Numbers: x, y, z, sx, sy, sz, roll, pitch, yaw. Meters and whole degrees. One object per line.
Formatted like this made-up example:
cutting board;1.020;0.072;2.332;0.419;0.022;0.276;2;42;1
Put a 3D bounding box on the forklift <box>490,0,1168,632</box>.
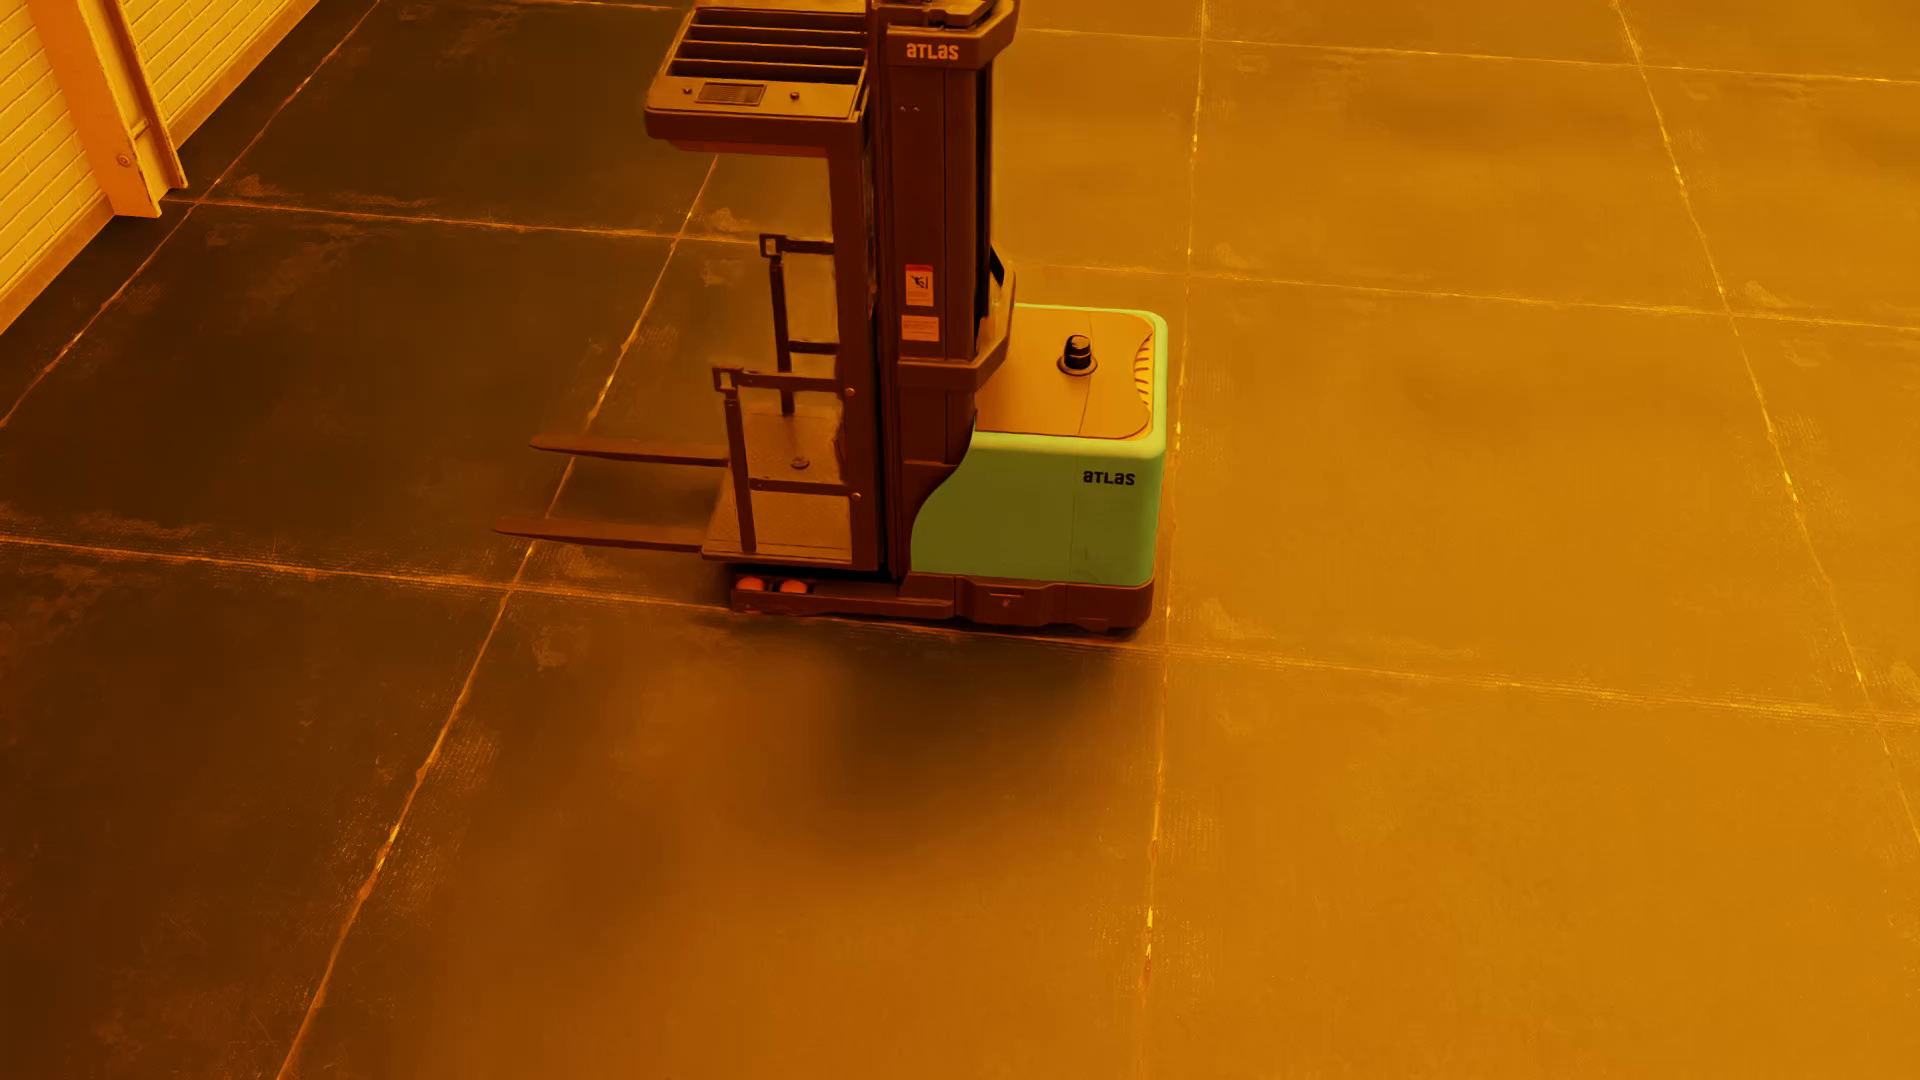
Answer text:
forklift;-0.614;-1.088;6.908;3.031;2.935;1.130;4;43;4
